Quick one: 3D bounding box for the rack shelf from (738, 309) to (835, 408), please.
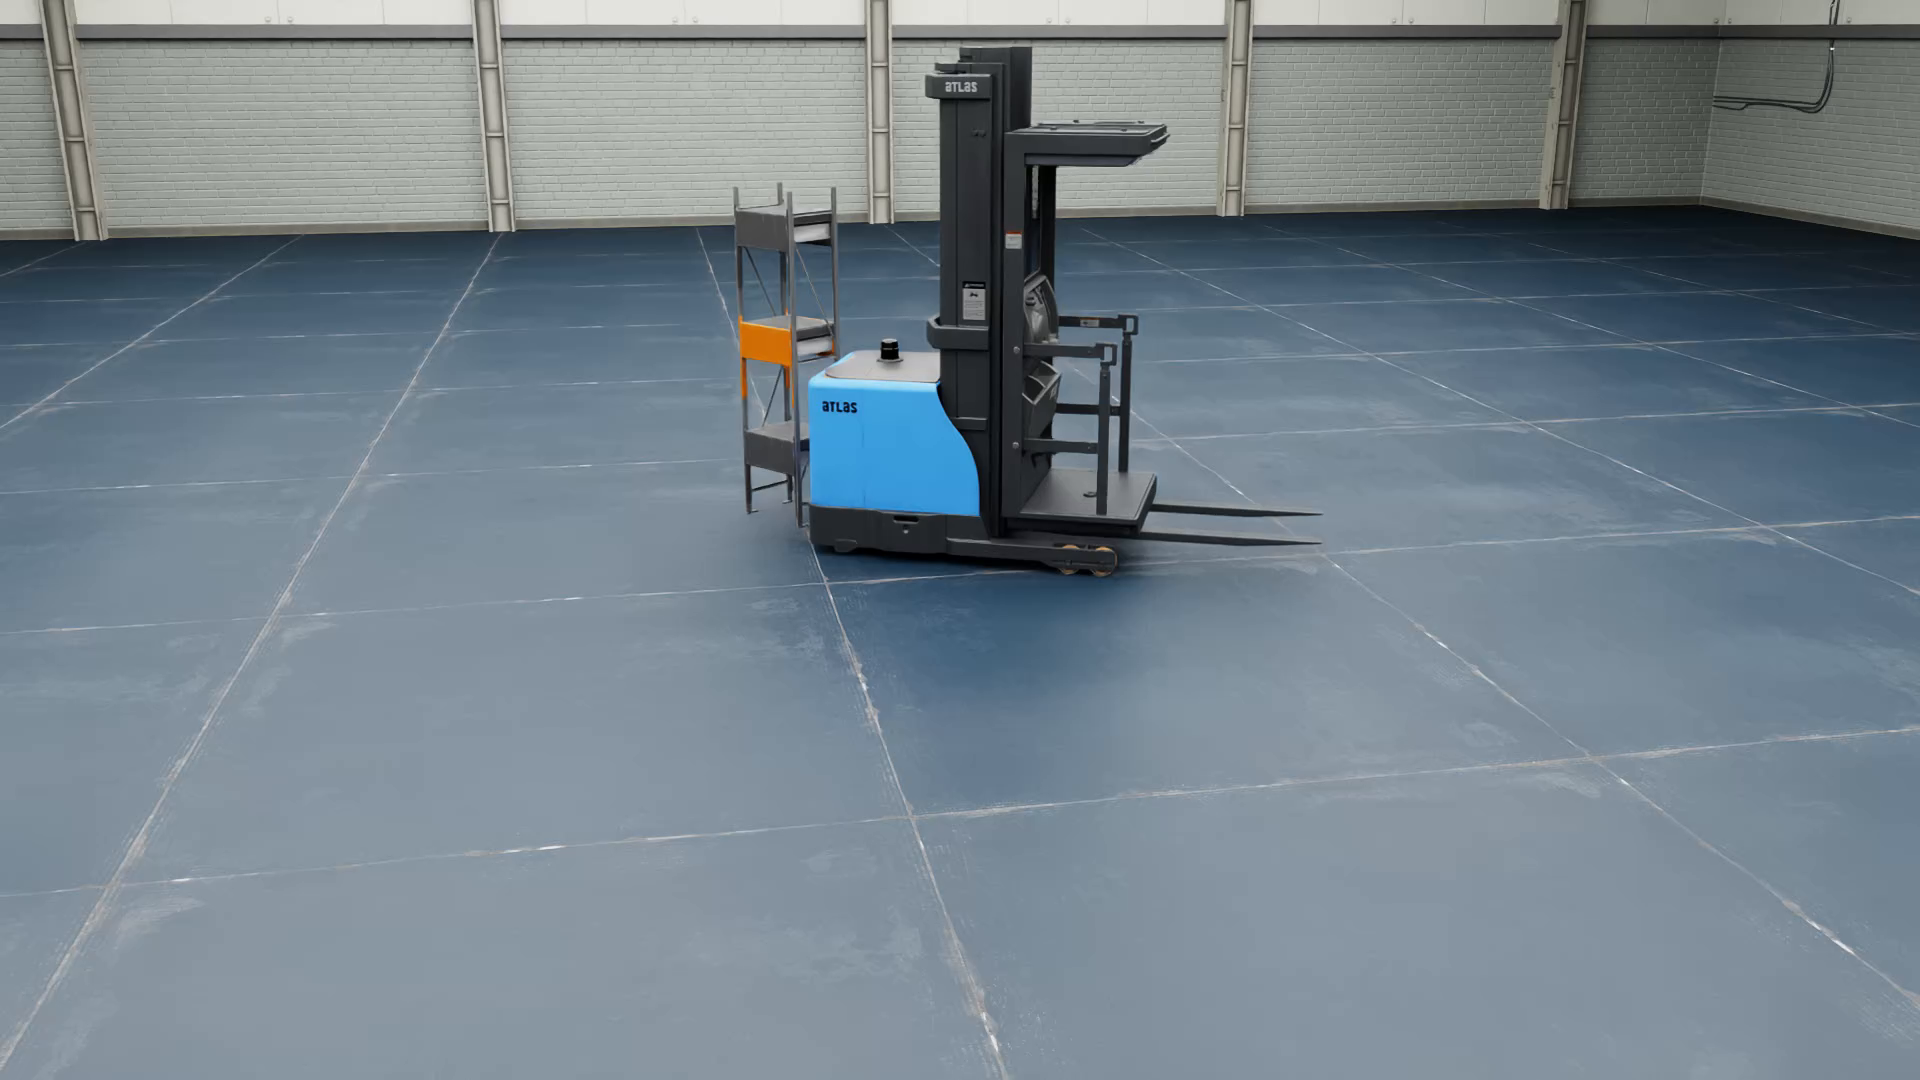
[{"bbox_3d":[-1.079,-1.158,10.551,0.480,0.518,0.431,15,22,40],"label":"rack shelf"}]

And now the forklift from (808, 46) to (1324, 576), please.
[{"bbox_3d":[0.663,-1.363,9.756,3.031,2.935,1.130,4,17,12],"label":"forklift"}]

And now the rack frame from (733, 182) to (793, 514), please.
[{"bbox_3d":[-1.261,-1.219,10.702,0.015,2.100,0.400,15,22,40],"label":"rack frame"}]

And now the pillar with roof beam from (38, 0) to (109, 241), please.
[{"bbox_3d":[-12.262,-7.591,19.701,0.400,9.000,9.100,-3,17,-10],"label":"pillar with roof beam"}]

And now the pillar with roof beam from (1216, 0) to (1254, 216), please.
[{"bbox_3d":[5.411,-8.594,22.965,0.400,9.000,9.100,-3,17,-10],"label":"pillar with roof beam"}]

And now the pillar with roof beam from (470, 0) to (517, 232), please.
[{"bbox_3d":[-6.371,-7.926,20.789,0.400,9.000,9.100,-3,17,-10],"label":"pillar with roof beam"}]

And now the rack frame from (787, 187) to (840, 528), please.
[{"bbox_3d":[-0.897,-1.123,10.391,0.015,2.100,0.400,15,22,40],"label":"rack frame"}]

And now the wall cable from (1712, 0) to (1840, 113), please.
[{"bbox_3d":[13.629,-8.468,27.843,0.112,2.526,3.097,-3,17,-10],"label":"wall cable"}]

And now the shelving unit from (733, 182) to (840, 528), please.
[{"bbox_3d":[-1.079,-1.171,10.547,0.503,2.100,0.431,15,22,40],"label":"shelving unit"}]

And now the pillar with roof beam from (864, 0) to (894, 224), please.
[{"bbox_3d":[-0.480,-8.260,21.877,0.400,9.000,9.100,-3,17,-10],"label":"pillar with roof beam"}]

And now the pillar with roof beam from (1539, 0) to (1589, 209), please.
[{"bbox_3d":[11.302,-8.928,24.053,0.400,9.000,9.100,-3,17,-10],"label":"pillar with roof beam"}]

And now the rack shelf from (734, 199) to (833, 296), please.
[{"bbox_3d":[-1.080,-1.827,10.344,0.480,0.518,0.431,15,22,40],"label":"rack shelf"}]

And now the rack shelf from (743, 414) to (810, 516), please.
[{"bbox_3d":[-1.078,-0.489,10.757,0.480,0.518,0.431,15,22,40],"label":"rack shelf"}]
